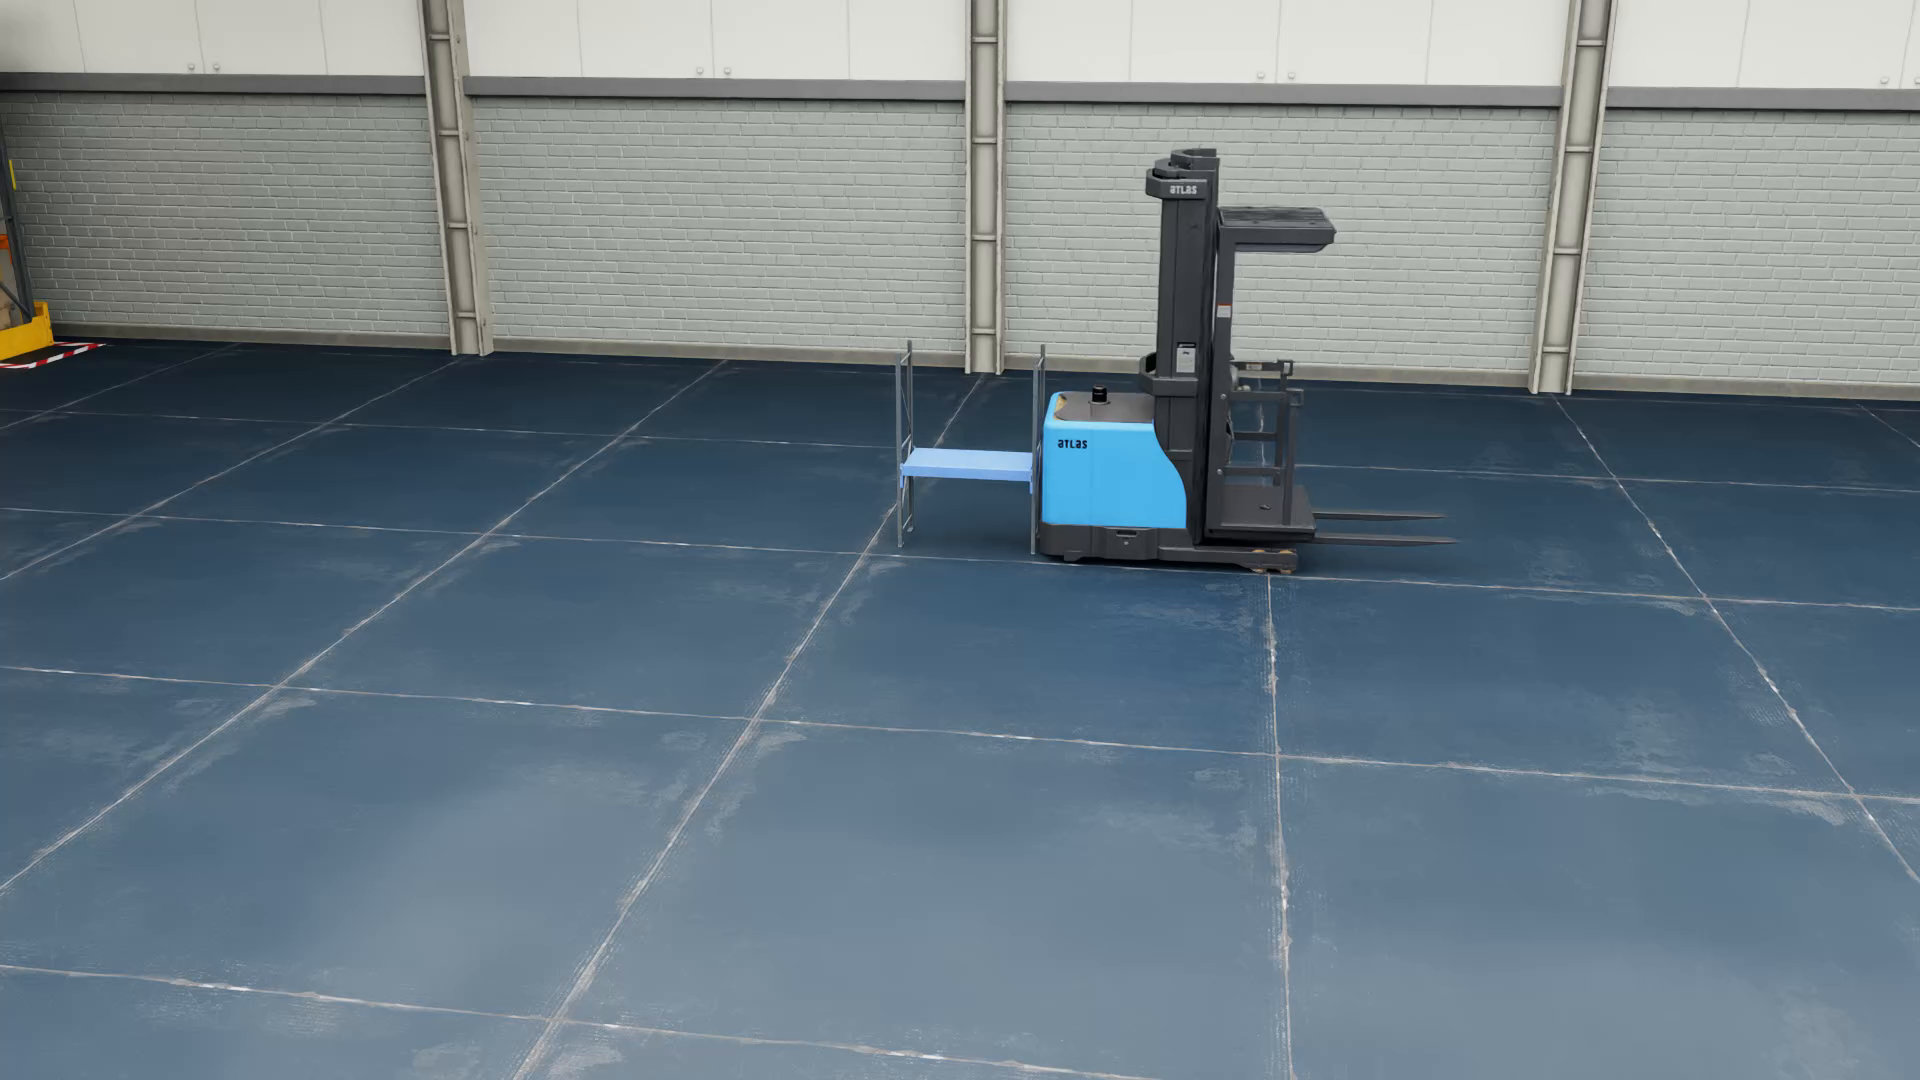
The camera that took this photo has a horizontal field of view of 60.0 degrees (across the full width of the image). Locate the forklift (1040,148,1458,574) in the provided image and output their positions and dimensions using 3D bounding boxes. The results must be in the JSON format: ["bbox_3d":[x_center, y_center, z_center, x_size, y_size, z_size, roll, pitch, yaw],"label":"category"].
[{"bbox_3d":[2.145,-1.324,12.140,3.031,2.935,1.130,2,19,6],"label":"forklift"}]

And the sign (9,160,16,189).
[{"bbox_3d":[-10.935,-4.204,19.152,0.005,0.325,0.100,3,19,9],"label":"sign"}]

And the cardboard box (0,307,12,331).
[{"bbox_3d":[-11.483,-2.564,19.410,0.500,0.250,0.500,3,19,9],"label":"cardboard box"}]

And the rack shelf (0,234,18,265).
[{"bbox_3d":[-13.004,-3.342,19.198,4.000,0.370,1.077,3,19,9],"label":"rack shelf"}]

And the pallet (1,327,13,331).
[{"bbox_3d":[-11.791,-2.286,19.301,1.213,0.211,1.003,3,19,9],"label":"pallet"}]

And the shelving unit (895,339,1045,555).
[{"bbox_3d":[0.084,-0.707,12.552,1.048,1.500,0.538,3,19,9],"label":"shelving unit"}]

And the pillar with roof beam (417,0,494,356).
[{"bbox_3d":[-6.332,-5.094,13.847,0.400,9.000,9.100,3,19,9],"label":"pillar with roof beam"}]

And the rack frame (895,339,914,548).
[{"bbox_3d":[-0.418,-0.733,12.629,0.032,1.500,0.500,3,19,9],"label":"rack frame"}]

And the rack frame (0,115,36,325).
[{"bbox_3d":[-11.029,-3.583,18.783,0.127,3.000,1.000,3,19,9],"label":"rack frame"}]

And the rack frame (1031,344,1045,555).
[{"bbox_3d":[0.586,-0.681,12.476,0.032,1.500,0.500,3,19,9],"label":"rack frame"}]

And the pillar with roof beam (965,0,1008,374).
[{"bbox_3d":[-0.408,-4.792,12.944,0.400,9.000,9.100,3,19,9],"label":"pillar with roof beam"}]

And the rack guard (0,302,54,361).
[{"bbox_3d":[-11.005,-2.396,19.176,0.348,0.500,1.175,3,19,9],"label":"rack guard"}]

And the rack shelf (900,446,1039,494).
[{"bbox_3d":[0.084,-0.536,12.609,1.000,0.185,0.538,3,19,9],"label":"rack shelf"}]

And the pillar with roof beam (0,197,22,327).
[{"bbox_3d":[-12.257,-5.396,14.749,0.400,9.000,9.100,3,19,9],"label":"pillar with roof beam"}]

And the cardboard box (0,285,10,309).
[{"bbox_3d":[-11.460,-2.804,19.339,0.500,0.250,0.500,3,19,10],"label":"cardboard box"}]

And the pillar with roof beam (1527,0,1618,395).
[{"bbox_3d":[5.516,-4.490,12.042,0.400,9.000,9.100,3,19,9],"label":"pillar with roof beam"}]

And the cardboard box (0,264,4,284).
[{"bbox_3d":[-11.474,-3.035,19.244,0.500,0.250,0.500,3,19,8],"label":"cardboard box"}]
